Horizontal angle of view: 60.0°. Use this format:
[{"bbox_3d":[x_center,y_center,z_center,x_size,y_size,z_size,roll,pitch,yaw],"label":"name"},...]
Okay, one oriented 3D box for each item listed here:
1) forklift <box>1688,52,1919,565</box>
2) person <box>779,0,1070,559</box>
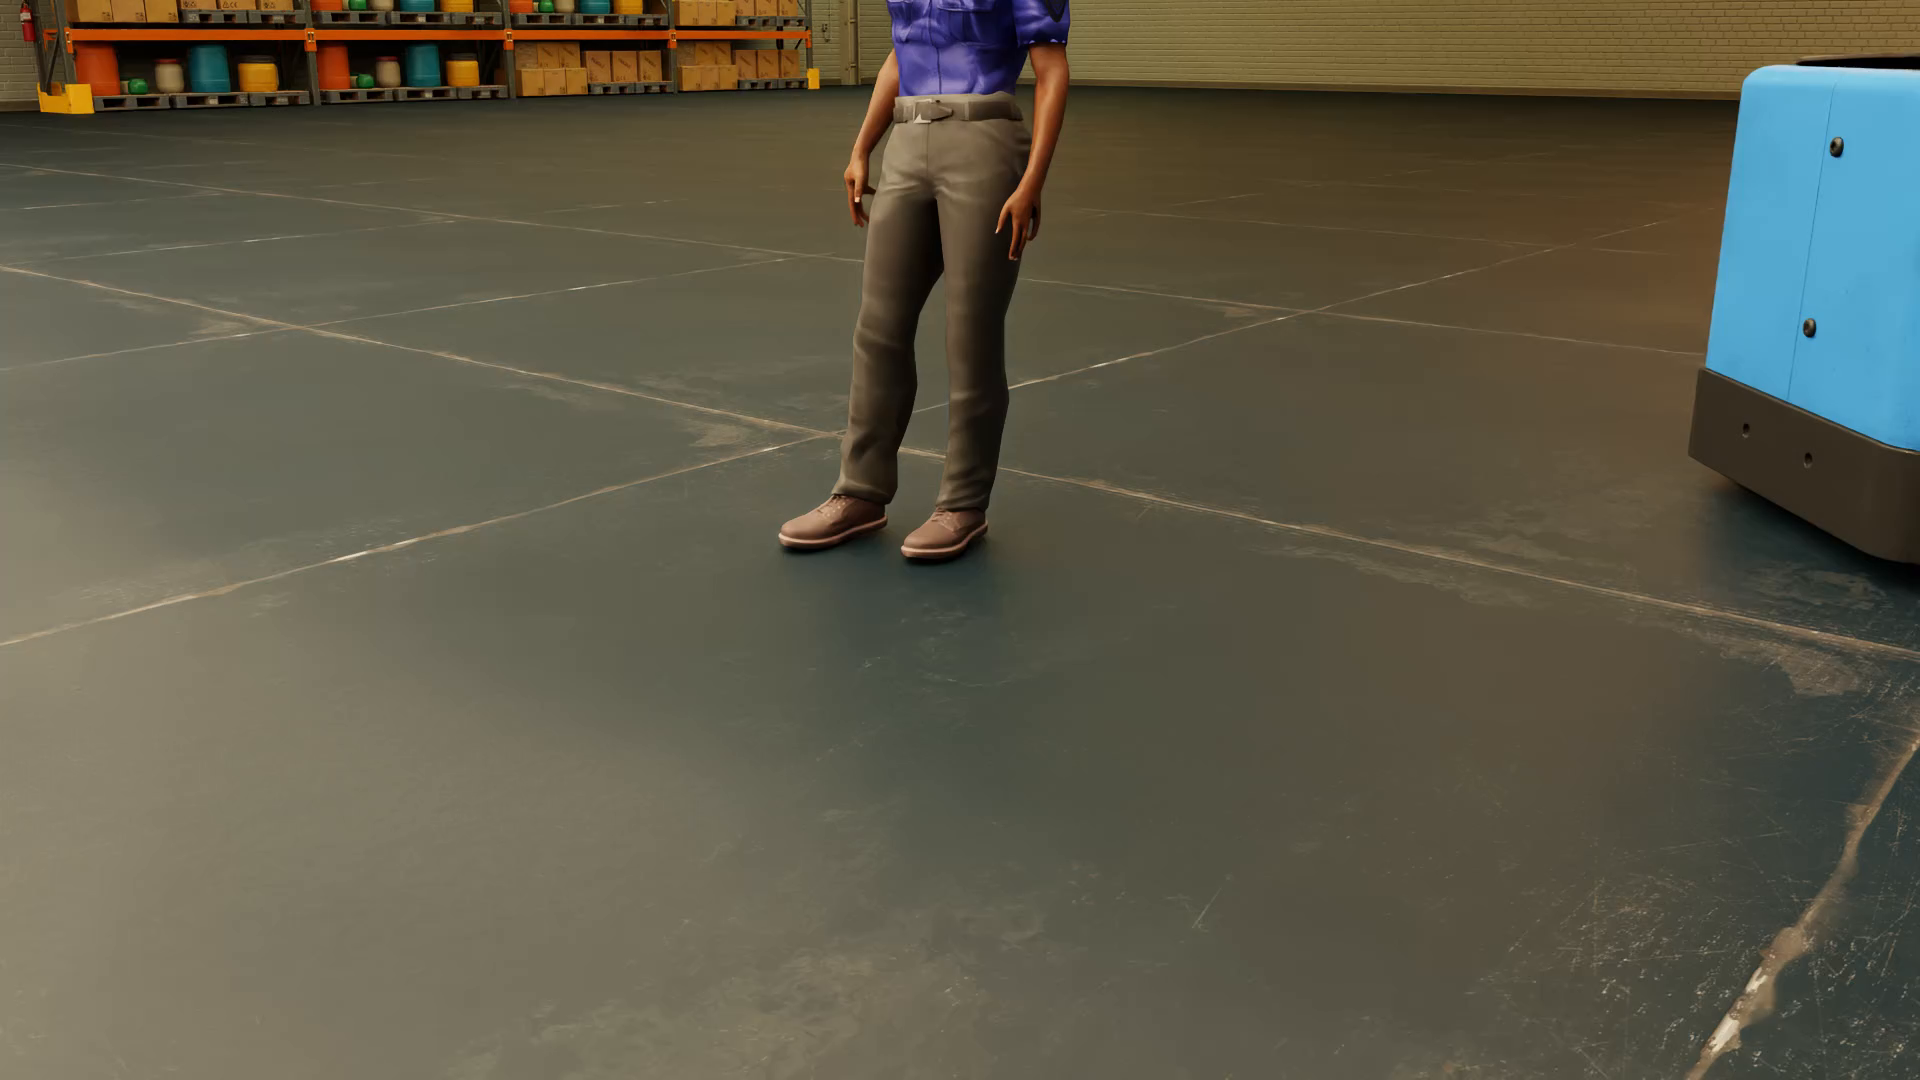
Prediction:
[{"bbox_3d":[3.463,-1.439,3.635,3.031,2.935,1.130,0,17,-1],"label":"forklift"},{"bbox_3d":[-0.071,-0.782,3.647,0.569,1.654,0.504,13,21,37],"label":"person"}]
